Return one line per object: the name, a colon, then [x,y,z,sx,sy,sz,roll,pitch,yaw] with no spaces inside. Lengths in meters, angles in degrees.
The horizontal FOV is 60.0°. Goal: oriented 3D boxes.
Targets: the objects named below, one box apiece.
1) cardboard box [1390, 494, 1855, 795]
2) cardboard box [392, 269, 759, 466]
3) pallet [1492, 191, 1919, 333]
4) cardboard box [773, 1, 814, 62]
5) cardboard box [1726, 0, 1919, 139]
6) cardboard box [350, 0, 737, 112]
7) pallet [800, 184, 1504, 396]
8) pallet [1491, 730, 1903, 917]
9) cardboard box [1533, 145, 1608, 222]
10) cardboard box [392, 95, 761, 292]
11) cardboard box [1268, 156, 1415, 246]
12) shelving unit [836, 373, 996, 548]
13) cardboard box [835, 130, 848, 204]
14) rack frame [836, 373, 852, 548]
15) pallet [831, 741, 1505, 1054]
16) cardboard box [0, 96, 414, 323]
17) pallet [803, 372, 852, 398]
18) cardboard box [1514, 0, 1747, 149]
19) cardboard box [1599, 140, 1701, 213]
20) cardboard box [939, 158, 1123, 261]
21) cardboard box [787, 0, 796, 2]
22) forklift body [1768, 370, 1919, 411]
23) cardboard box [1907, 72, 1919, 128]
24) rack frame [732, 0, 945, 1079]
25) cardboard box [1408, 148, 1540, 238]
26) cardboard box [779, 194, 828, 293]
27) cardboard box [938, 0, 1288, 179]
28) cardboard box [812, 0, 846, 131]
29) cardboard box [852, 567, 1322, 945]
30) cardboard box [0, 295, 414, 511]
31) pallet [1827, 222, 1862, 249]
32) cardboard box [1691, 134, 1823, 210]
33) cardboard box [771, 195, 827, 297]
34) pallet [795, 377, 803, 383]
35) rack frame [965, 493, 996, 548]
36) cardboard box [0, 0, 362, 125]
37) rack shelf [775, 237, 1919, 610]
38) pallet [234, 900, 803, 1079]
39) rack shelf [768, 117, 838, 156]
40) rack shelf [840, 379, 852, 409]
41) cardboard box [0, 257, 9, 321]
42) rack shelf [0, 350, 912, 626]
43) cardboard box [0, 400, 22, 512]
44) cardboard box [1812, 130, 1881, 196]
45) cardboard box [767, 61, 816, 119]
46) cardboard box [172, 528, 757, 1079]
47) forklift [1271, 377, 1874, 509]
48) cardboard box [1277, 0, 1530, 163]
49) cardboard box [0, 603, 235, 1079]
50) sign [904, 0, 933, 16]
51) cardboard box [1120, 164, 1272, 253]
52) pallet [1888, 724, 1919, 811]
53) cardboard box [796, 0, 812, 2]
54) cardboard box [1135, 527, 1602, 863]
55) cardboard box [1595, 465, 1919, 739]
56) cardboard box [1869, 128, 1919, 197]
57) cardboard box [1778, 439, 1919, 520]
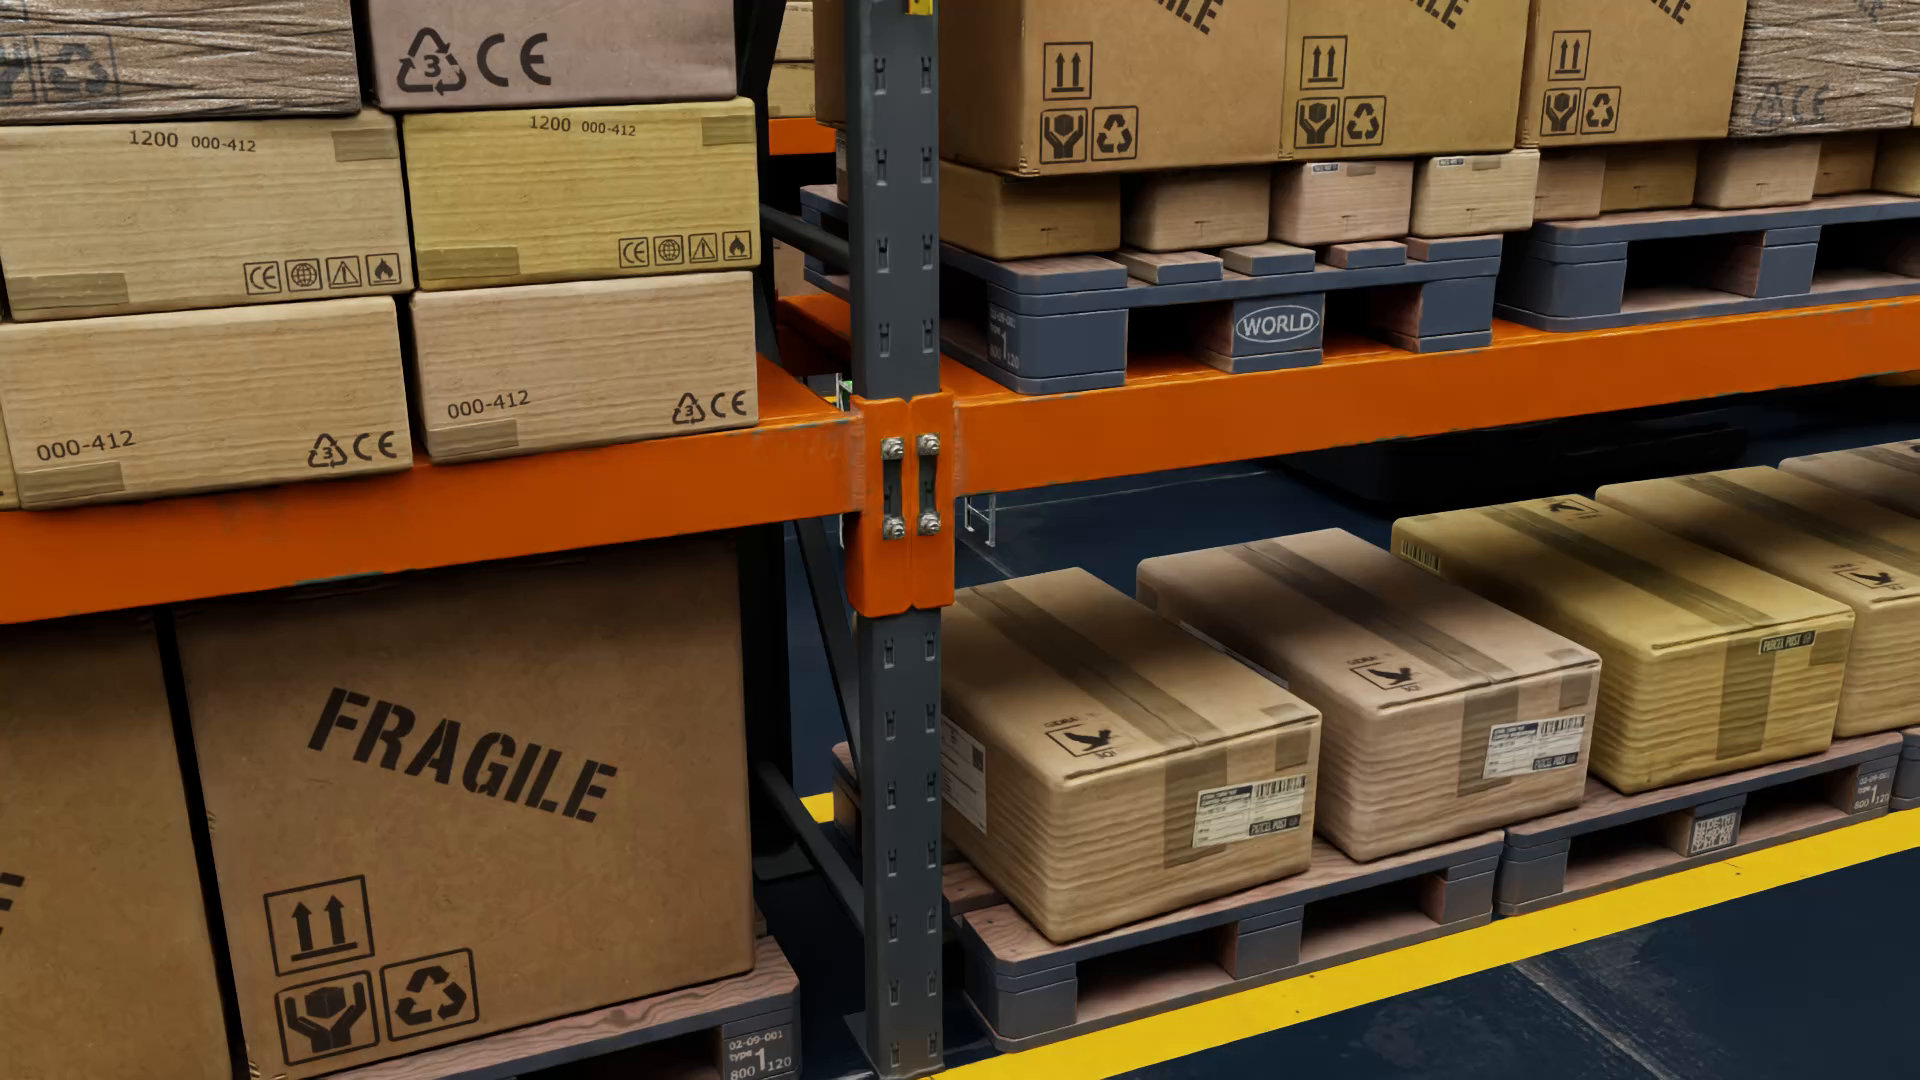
cardboard box: [1.611,0.223,4.197,0.625,0.372,0.950,-7,21,-20]
cardboard box: [-0.646,-0.333,2.678,0.500,0.250,0.500,-9,21,-24]
pallet: [1.517,-0.732,3.874,1.213,0.211,1.003,-8,21,-22]
cardboard box: [-0.802,-2.341,7.626,0.500,0.250,0.500,-9,21,-23]
cardboard box: [1.643,-1.130,3.484,0.500,0.500,0.500,-9,21,-24]
cardboard box: [-0.655,-0.921,2.464,0.500,0.500,0.500,-9,21,-23]
pallet: [0.328,-0.585,3.457,1.003,0.211,1.213,-8,21,-22]
pallet: [1.552,0.504,4.273,1.213,0.211,1.003,-8,21,-22]
cardboard box: [1.081,-0.750,3.380,0.250,0.149,0.380,-7,21,-19]
cardboard box: [-0.628,-0.574,2.608,0.500,0.250,0.500,-8,21,-22]
cardboard box: [0.630,-0.664,3.138,0.250,0.149,0.380,-10,22,-25]
shelving unit: [-0.152,-0.544,5.761,0.503,1.200,0.258,-8,21,-22]
cardboard box: [-0.077,-0.744,3.365,0.250,0.149,0.380,-7,21,-20]
rack frame: [-0.376,-0.512,5.670,0.015,1.200,0.240,-8,21,-22]
pallet: [0.434,0.663,3.821,1.213,0.211,1.003,-8,21,-22]
cardboard box: [-1.098,-0.505,2.413,0.500,0.250,0.500,-9,21,-23]
pallet: [-0.364,-1.003,8.553,1.213,0.211,1.003,-8,21,-22]
cardboard box: [1.181,-1.066,3.304,0.500,0.500,0.500,-8,21,-21]
cardboard box: [1.325,-0.799,3.520,0.250,0.149,0.380,-7,21,-20]
cardboard box: [0.088,-0.615,2.999,0.250,0.149,0.380,-9,22,-25]
cardboard box: [-0.920,-2.526,7.551,0.250,0.149,0.380,-8,21,-21]
forklift body: [4.073,-1.909,8.206,1.214,2.155,2.313,-8,21,-22]
cardboard box: [2.124,-1.199,3.680,0.500,0.500,0.500,-7,21,-20]
rack frame: [-0.284,-0.550,3.067,0.127,3.000,1.000,-8,21,-22]
cardboard box: [0.891,-0.694,3.223,0.250,0.149,0.380,-8,21,-22]
cardboard box: [-0.461,-1.396,8.413,0.625,0.625,0.875,-9,21,-24]
cardboard box: [0.221,-0.924,2.899,0.500,0.500,0.500,-9,21,-23]
cardboard box: [0.023,-1.080,3.342,0.500,0.500,0.500,-9,21,-23]
cardboard box: [0.238,0.420,3.636,0.625,0.372,0.950,-10,22,-26]
cardboard box: [-1.109,-0.261,2.473,0.500,0.250,0.500,-8,21,-21]
pallet: [2.629,-0.929,4.434,1.213,0.211,1.003,-8,21,-22]
cardboard box: [1.591,-0.813,3.561,0.250,0.149,0.380,-7,21,-20]
cardboard box: [-1.079,-1.307,8.161,0.625,0.625,0.875,-7,21,-20]
pallet: [-1.483,-0.844,8.101,1.213,0.211,1.003,-8,21,-22]
rack frame: [0.072,-0.576,5.852,0.015,1.200,0.240,-8,21,-22]
cardboard box: [-1.123,-0.851,2.266,0.500,0.500,0.500,-8,21,-21]
rack shelf: [1.552,-0.473,3.933,4.000,0.370,1.077,-8,21,-22]
pallet: [-1.038,0.846,3.301,1.213,0.211,1.003,-8,21,-22]
rack shelf: [-0.417,-1.987,8.231,4.000,0.370,1.077,-8,21,-22]
rack shelf: [-0.152,-0.484,5.782,0.480,0.148,0.258,-8,21,-22]
cardboard box: [-1.560,-0.431,2.204,0.500,0.250,0.500,-9,21,-23]
rack shelf: [-2.121,0.053,2.439,4.000,0.370,1.077,-8,21,-22]
cardboard box: [-1.577,-0.200,2.299,0.500,0.250,0.500,-8,21,-22]
cardboard box: [1.800,-0.870,3.724,0.250,0.149,0.380,-9,21,-24]
cardboard box: [-0.816,-2.111,7.726,0.500,0.250,0.500,-9,21,-24]
cardboard box: [-0.951,0.320,3.164,0.875,0.875,0.875,-8,21,-22]
forklift: [2.702,-1.815,6.765,3.031,2.935,1.130,-9,21,-24]
cardboard box: [0.696,-0.995,3.100,0.500,0.500,0.500,-7,21,-19]
cardboard box: [-1.772,0.436,2.834,0.875,0.875,0.875,-8,21,-21]
sign: [-0.061,-0.927,2.395,0.005,0.325,0.100,-8,21,-22]
cardboard box: [0.361,-0.642,3.076,0.250,0.149,0.380,-10,22,-25]
pallet: [2.674,0.342,4.732,1.213,0.211,1.003,-8,21,-22]
cardboard box: [-0.664,-2.541,7.595,0.250,0.149,0.380,-8,21,-21]
cardboard box: [0.913,0.321,3.919,0.625,0.372,0.950,-9,21,-23]
cardboard box: [2.249,0.131,4.458,0.625,0.372,0.950,-7,21,-19]
cardboard box: [2.083,-0.874,3.733,0.250,0.149,0.380,-8,21,-22]
cardboard box: [2.908,0.035,4.730,0.625,0.372,0.950,-8,21,-21]
